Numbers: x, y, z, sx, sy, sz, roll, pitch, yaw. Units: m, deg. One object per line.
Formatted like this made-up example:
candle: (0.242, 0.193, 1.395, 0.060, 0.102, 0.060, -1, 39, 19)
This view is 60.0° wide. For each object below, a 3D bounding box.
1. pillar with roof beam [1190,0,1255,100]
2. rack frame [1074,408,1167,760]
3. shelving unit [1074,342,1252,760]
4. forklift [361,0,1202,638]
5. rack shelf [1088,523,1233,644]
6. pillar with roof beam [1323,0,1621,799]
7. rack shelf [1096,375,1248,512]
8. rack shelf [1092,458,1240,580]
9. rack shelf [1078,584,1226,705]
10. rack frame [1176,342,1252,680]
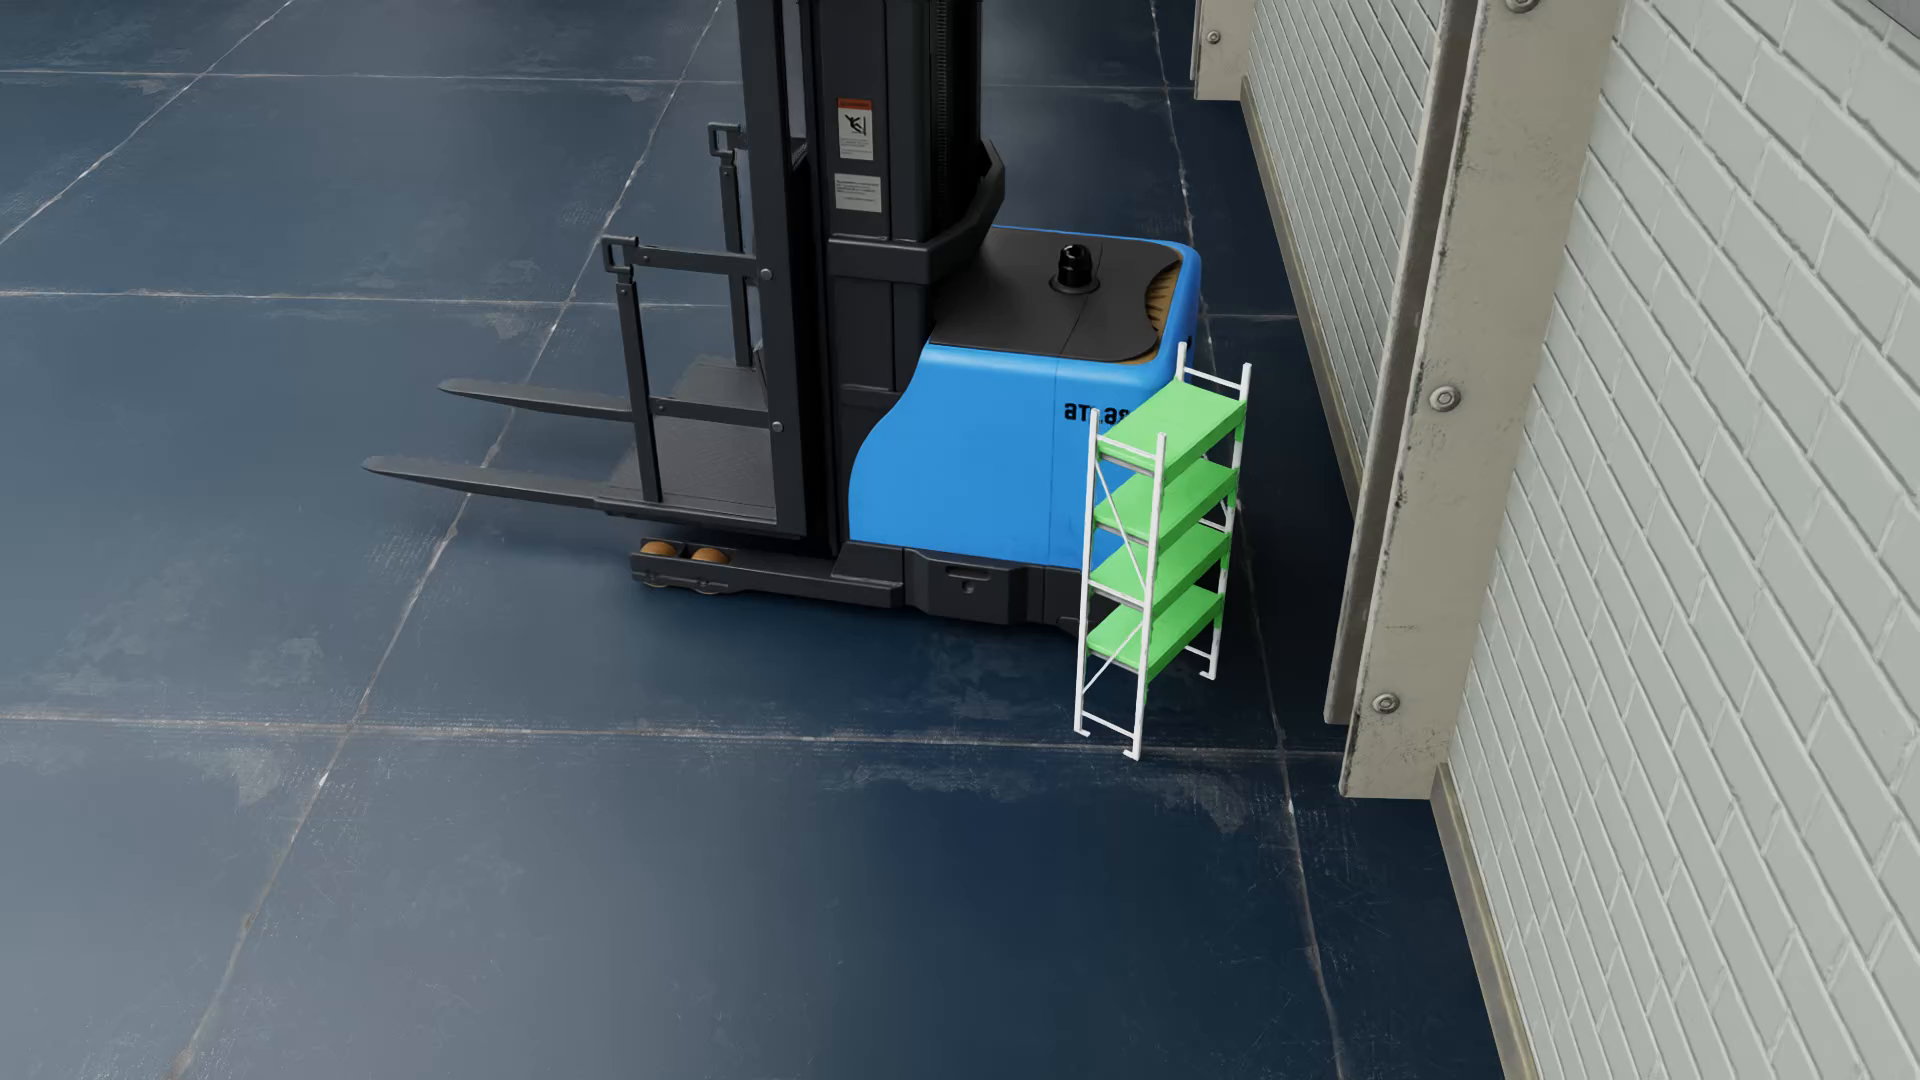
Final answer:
pillar with roof beam: (-2.725, -6.548, 7.741, 9.100, 9.000, 0.400, 1, 35, 2)
rack frame: (0.469, 0.162, 4.976, 0.240, 1.200, 0.015, 23, 41, 29)
shelving unit: (0.614, 0.049, 5.137, 0.258, 1.200, 0.503, 23, 41, 29)
forklift: (-0.707, -1.290, 5.536, 3.031, 2.935, 1.130, 7, 36, 10)
rack shelf: (0.614, 0.101, 5.173, 0.258, 0.148, 0.480, 23, 41, 29)
pillar with roof beam: (-2.966, -3.101, 2.836, 9.100, 9.000, 0.400, 1, 35, 2)
rack shelf: (0.614, -0.291, 4.897, 0.258, 0.148, 0.480, 23, 41, 29)
rack shelf: (0.614, -0.095, 5.035, 0.258, 0.148, 0.480, 23, 41, 29)
rack shelf: (0.614, 0.298, 5.311, 0.258, 0.148, 0.480, 23, 41, 29)
rack frame: (0.759, -0.064, 5.297, 0.240, 1.200, 0.015, 23, 41, 29)
